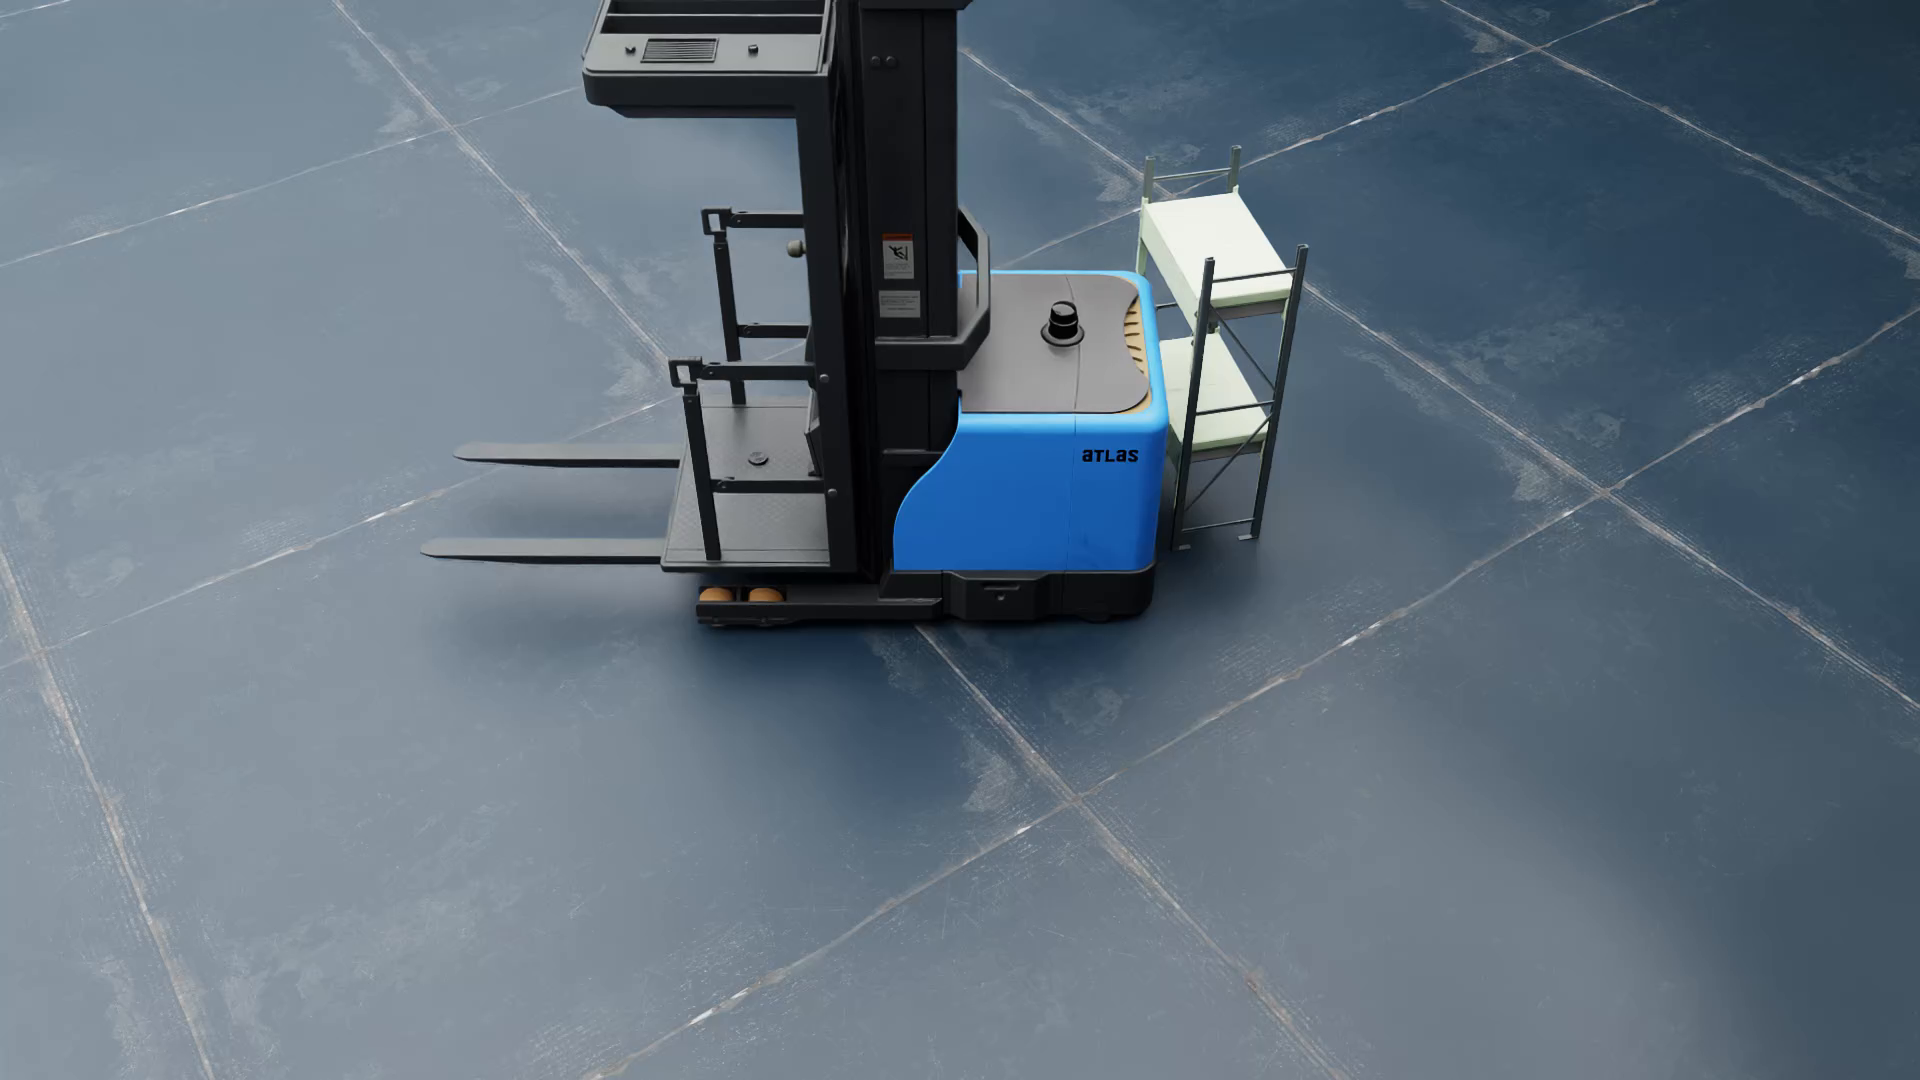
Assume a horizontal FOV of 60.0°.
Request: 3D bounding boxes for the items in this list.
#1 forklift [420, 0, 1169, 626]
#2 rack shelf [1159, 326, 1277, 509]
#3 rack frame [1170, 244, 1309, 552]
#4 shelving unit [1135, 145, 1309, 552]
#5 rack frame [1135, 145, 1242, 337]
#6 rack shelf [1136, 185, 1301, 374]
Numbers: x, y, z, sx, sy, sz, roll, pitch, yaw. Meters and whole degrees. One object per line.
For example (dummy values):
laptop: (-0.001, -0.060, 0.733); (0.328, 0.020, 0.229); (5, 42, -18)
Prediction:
forklift: (-0.715, -1.070, 6.239); (3.031, 2.935, 1.130); (0, 44, 0)
rack shelf: (1.024, -0.539, 7.191); (0.431, 0.370, 0.720); (-9, 44, -9)
rack frame: (1.106, -0.528, 6.708); (0.400, 1.500, 0.023); (-9, 44, -9)
shelving unit: (1.024, -0.775, 6.966); (0.431, 1.500, 0.755); (-9, 44, -9)
rack frame: (0.943, -1.021, 7.224); (0.400, 1.500, 0.023); (-9, 44, -9)
rack shelf: (1.024, -1.057, 6.697); (0.431, 0.370, 0.720); (-9, 44, -9)
